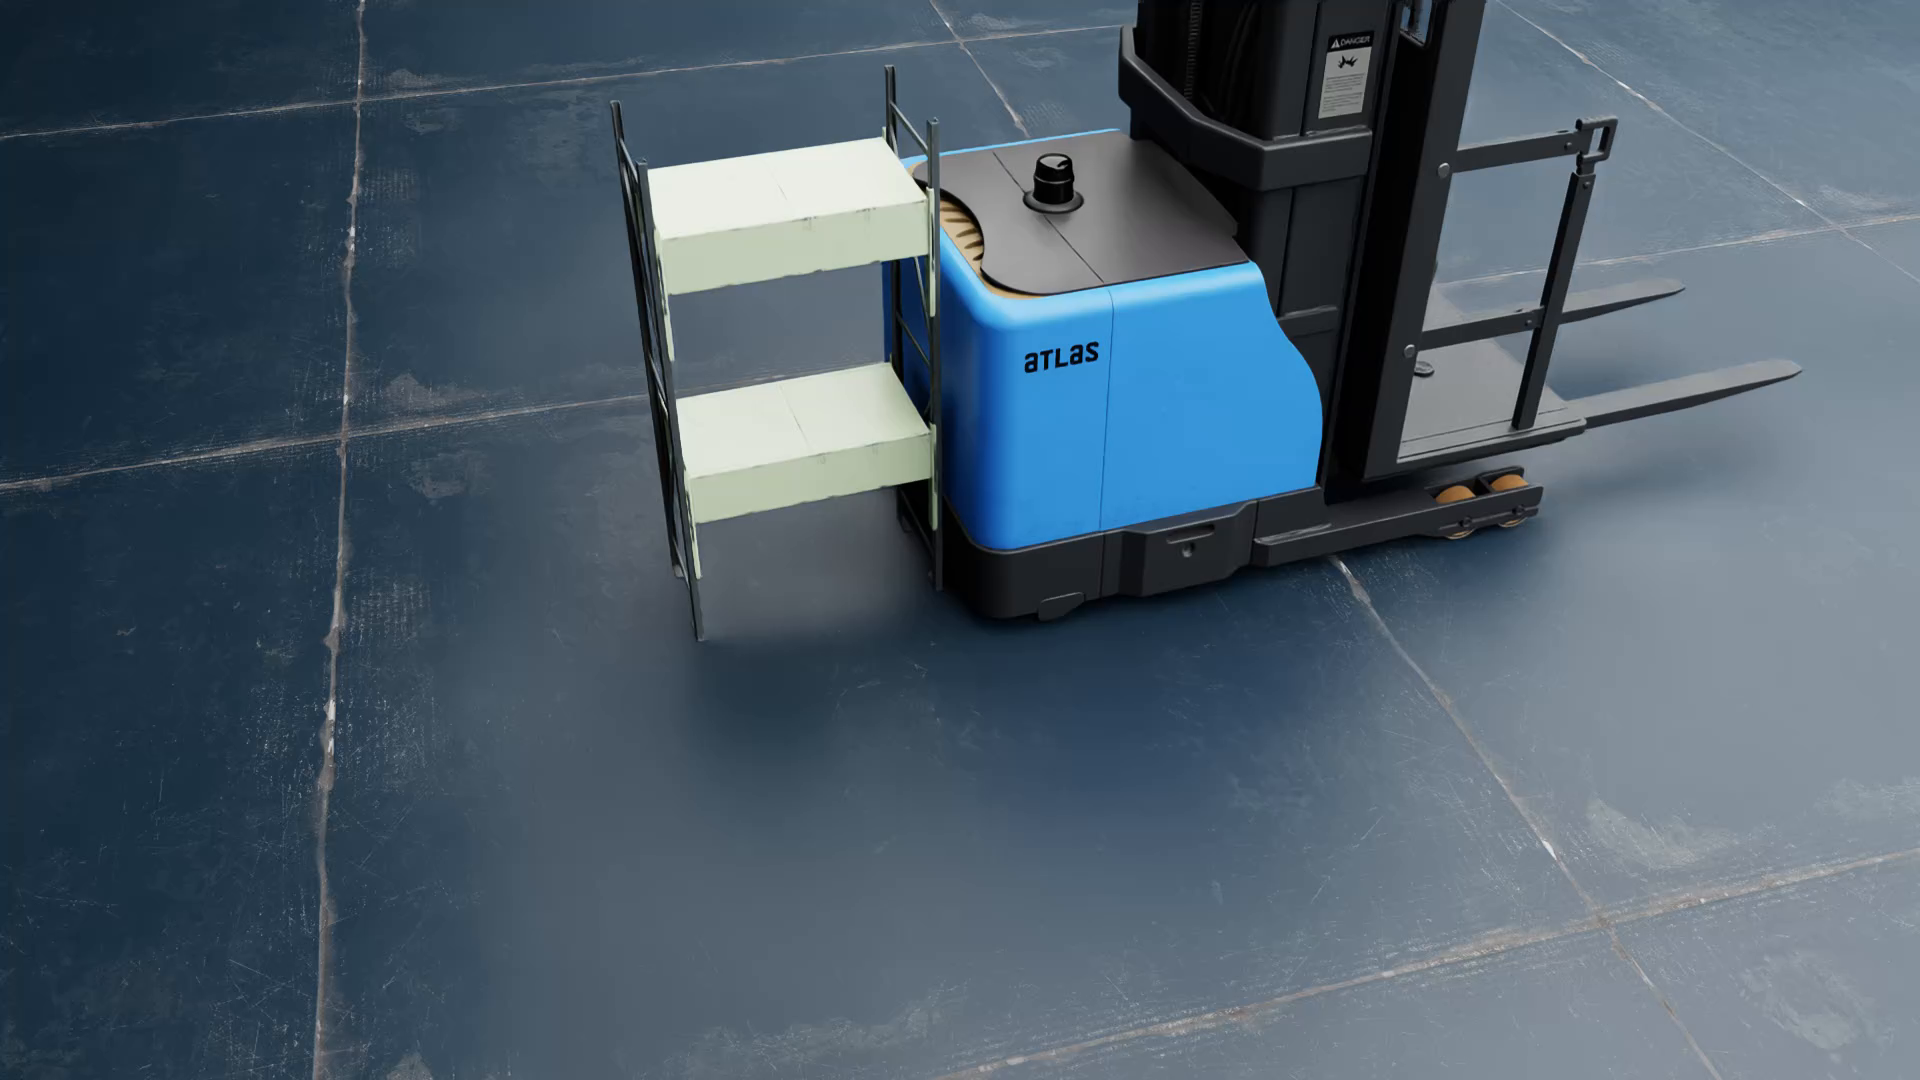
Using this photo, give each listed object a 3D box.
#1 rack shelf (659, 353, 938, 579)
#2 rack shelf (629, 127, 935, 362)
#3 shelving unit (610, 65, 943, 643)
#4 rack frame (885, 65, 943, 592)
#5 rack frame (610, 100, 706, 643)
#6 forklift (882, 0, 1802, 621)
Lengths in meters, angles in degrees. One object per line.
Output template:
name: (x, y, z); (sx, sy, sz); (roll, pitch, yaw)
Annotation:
rack shelf: (-0.473, -0.225, 4.847); (0.720, 0.370, 0.431); (-12, 39, -15)
rack shelf: (-0.473, -0.794, 4.411); (0.720, 0.370, 0.431); (-12, 39, -15)
shelving unit: (-0.473, -0.484, 4.648); (0.755, 1.500, 0.431); (-12, 39, -15)
rack frame: (-0.126, -0.556, 4.742); (0.023, 1.500, 0.400); (-12, 39, -15)
rack frame: (-0.819, -0.412, 4.555); (0.023, 1.500, 0.400); (-12, 39, -15)
forklift: (1.319, -1.460, 4.746); (3.031, 2.935, 1.130); (-12, 39, -15)
